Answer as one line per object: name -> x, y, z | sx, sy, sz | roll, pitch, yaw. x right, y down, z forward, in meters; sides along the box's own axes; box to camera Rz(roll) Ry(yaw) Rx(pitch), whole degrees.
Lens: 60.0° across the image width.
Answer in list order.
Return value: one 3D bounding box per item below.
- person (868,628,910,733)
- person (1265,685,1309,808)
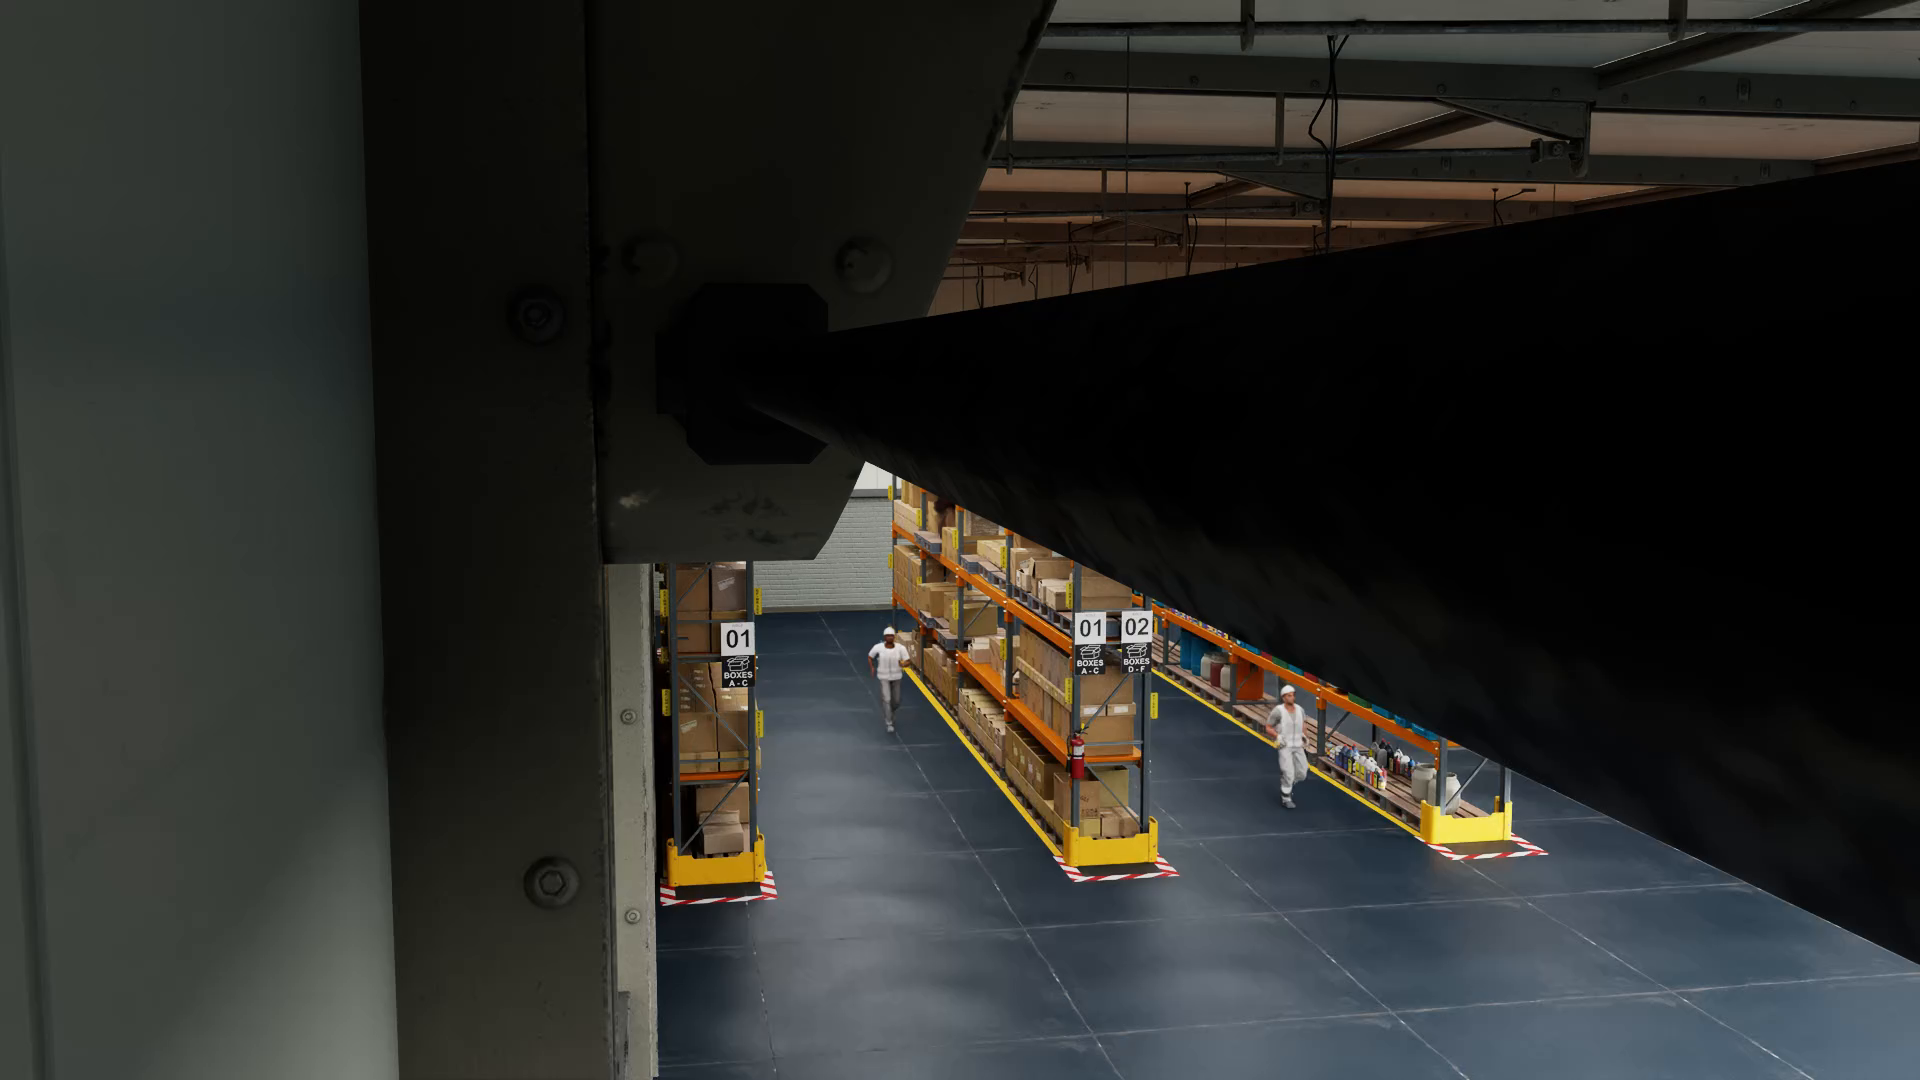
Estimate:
person -> -1.203, 2.365, 28.497 | 0.710, 1.747, 0.968 | -1, 6, -11
person -> 4.656, 2.923, 23.541 | 0.652, 1.738, 0.615 | -2, 6, -18
